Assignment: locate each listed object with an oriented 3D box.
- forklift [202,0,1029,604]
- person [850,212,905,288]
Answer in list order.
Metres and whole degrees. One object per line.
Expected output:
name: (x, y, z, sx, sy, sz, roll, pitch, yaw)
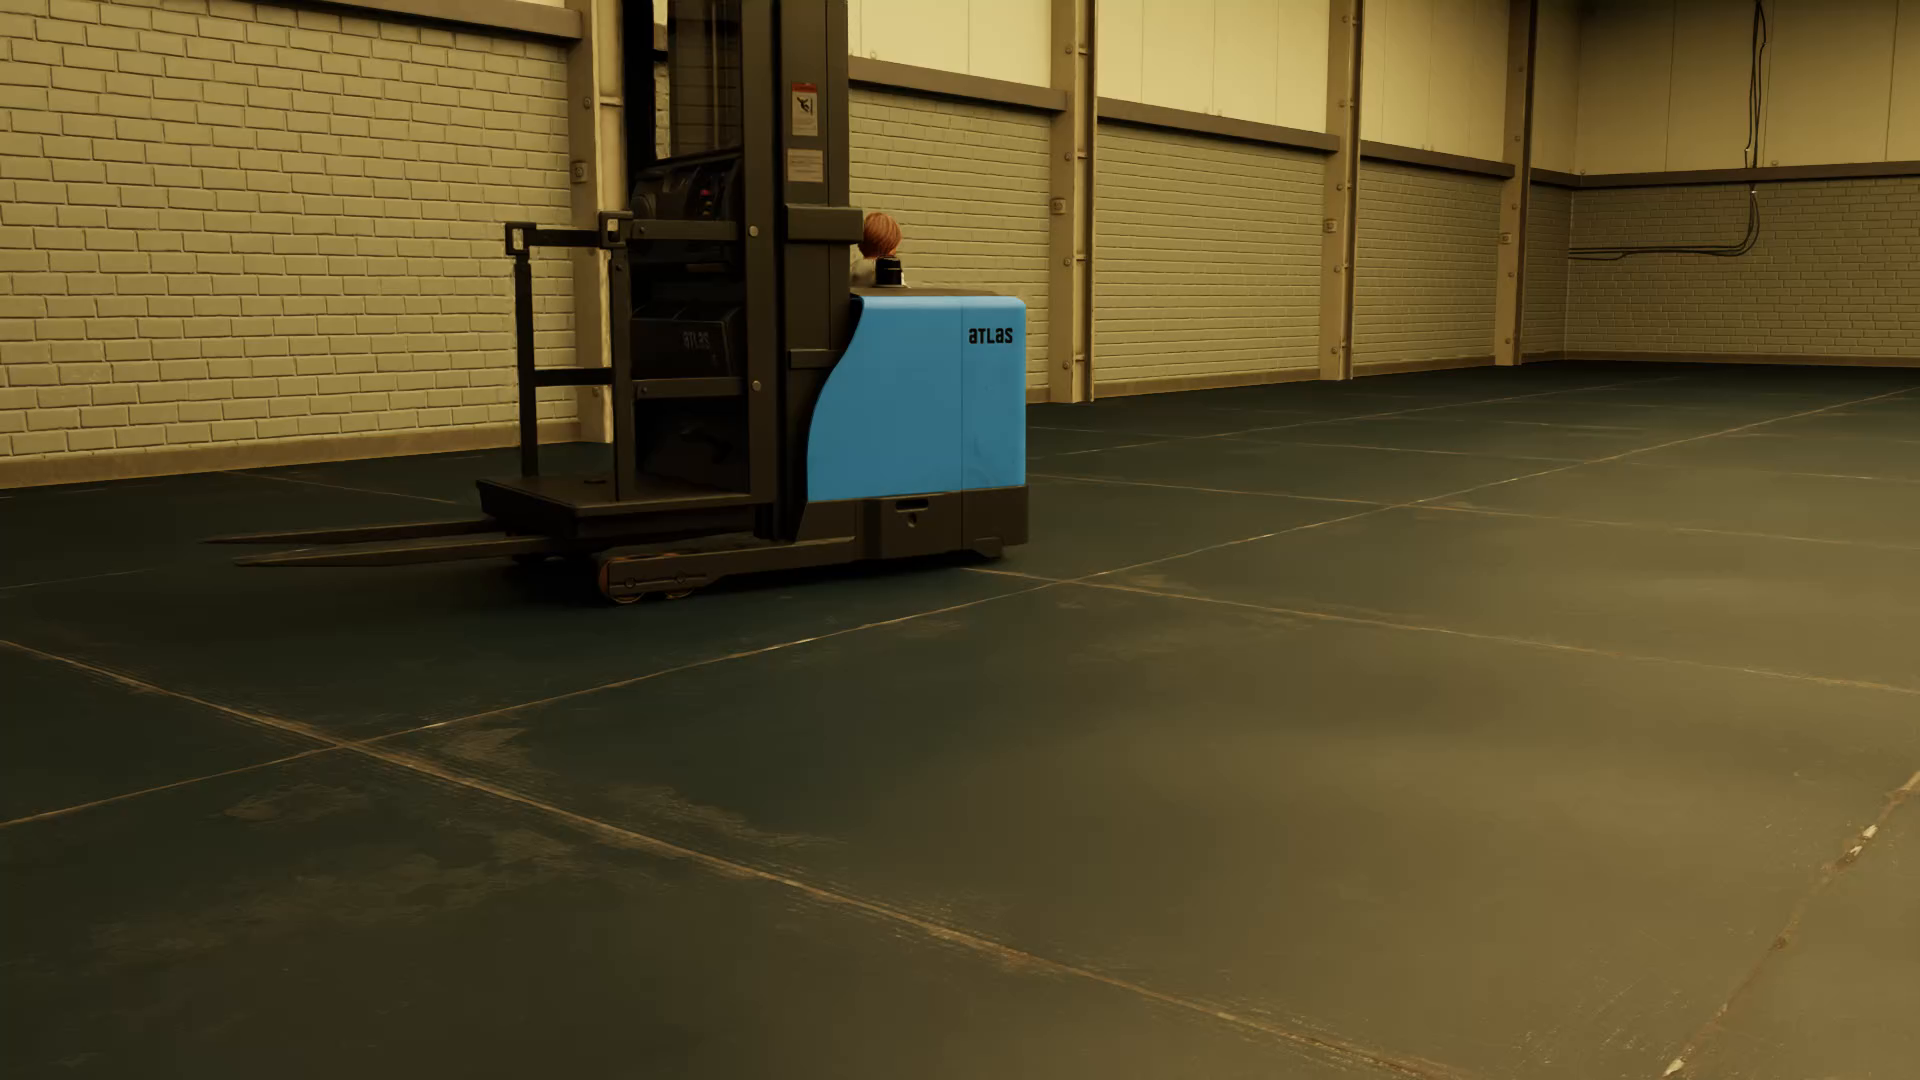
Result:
forklift: (-1.230, -1.311, 6.241, 3.031, 2.935, 1.130, -5, 10, -33)
person: (-0.286, -0.819, 7.973, 0.785, 1.468, 0.779, -7, 11, -38)
